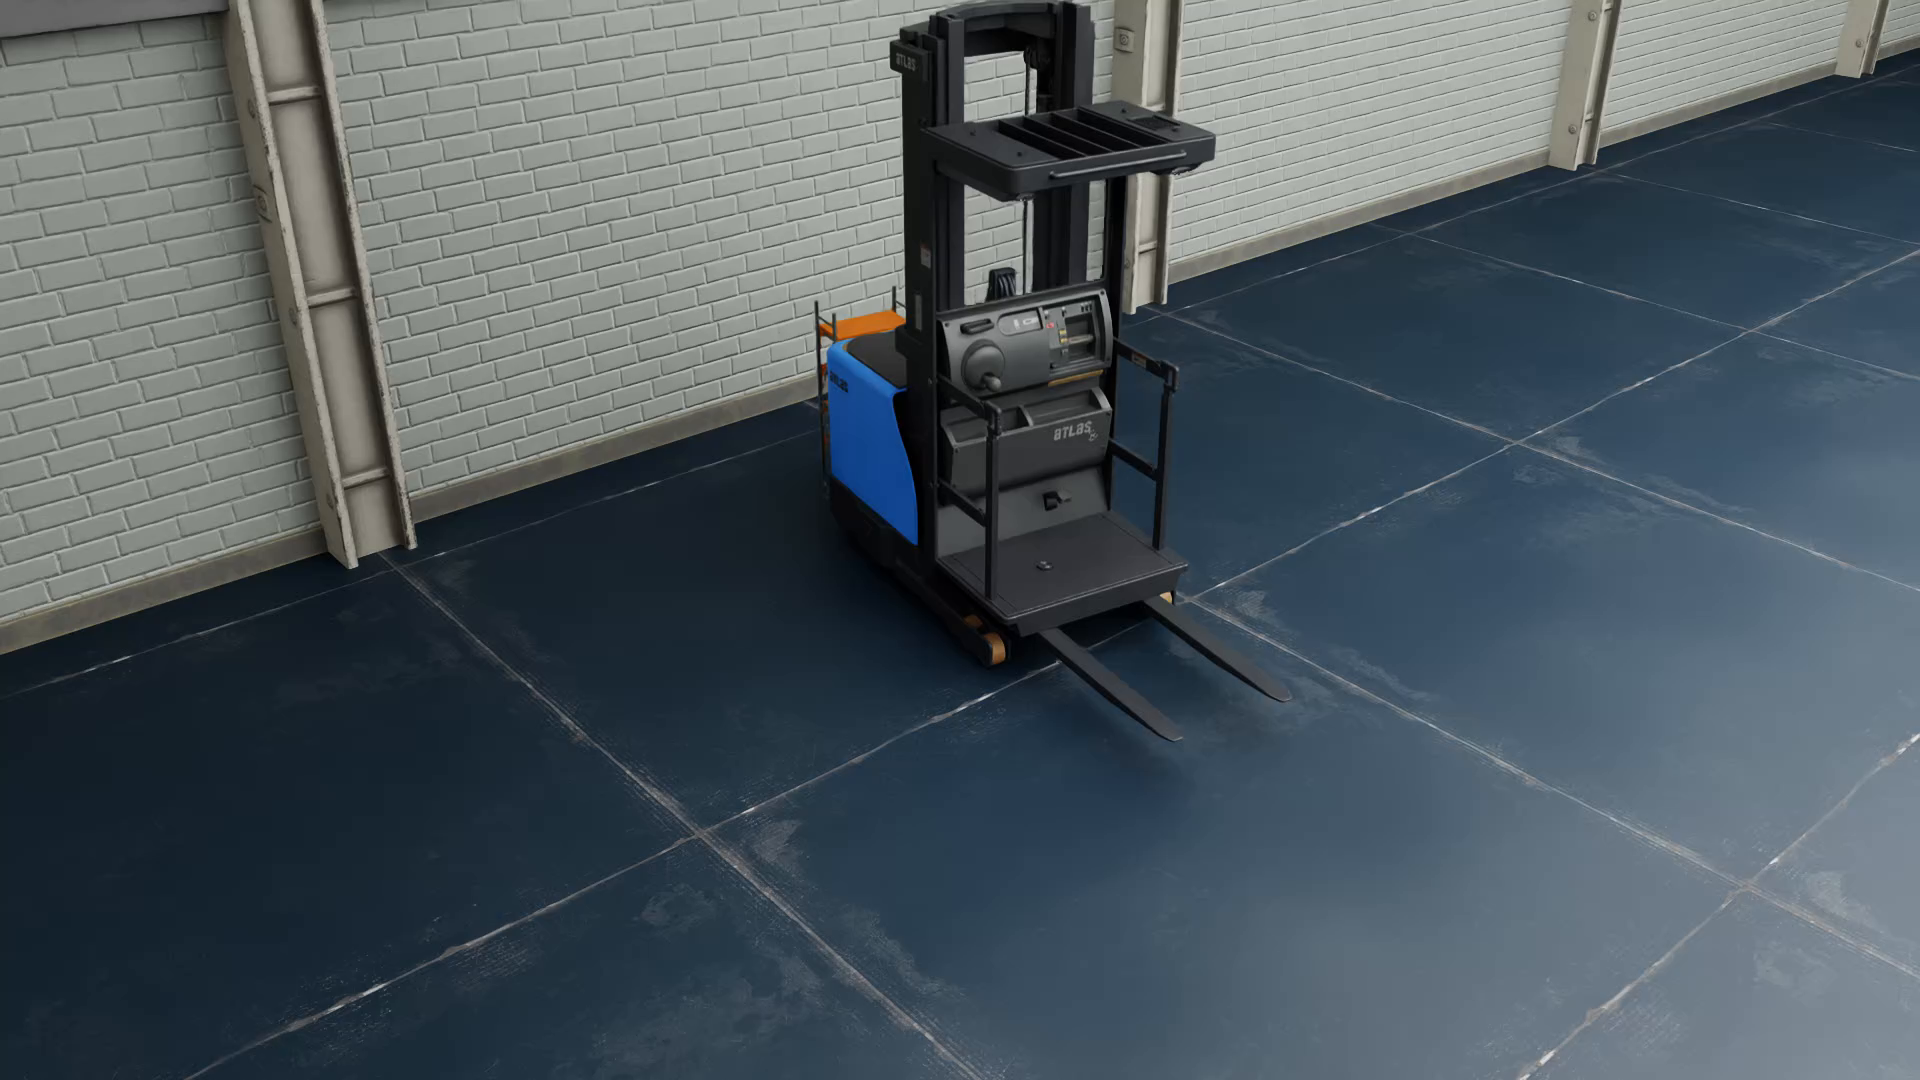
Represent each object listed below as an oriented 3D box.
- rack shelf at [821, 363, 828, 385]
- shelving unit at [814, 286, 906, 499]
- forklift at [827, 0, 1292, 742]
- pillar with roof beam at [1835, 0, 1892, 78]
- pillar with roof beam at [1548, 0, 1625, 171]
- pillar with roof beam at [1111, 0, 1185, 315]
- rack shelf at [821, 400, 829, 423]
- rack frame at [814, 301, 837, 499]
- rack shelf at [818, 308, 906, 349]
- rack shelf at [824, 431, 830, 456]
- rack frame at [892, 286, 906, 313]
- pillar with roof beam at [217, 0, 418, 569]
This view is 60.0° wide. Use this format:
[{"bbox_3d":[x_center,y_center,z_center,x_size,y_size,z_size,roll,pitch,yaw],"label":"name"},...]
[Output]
[{"bbox_3d":[-0.526,-0.938,9.401,0.480,0.148,0.258,-16,32,-27],"label":"rack shelf"},{"bbox_3d":[-0.526,-0.800,9.474,0.503,1.200,0.258,-16,32,-27],"label":"shelving unit"},{"bbox_3d":[0.442,-0.925,7.870,1.130,2.935,3.031,-15,32,-26],"label":"forklift"},{"bbox_3d":[13.245,-7.890,14.466,0.400,9.000,9.100,-22,35,-35],"label":"pillar with roof beam"},{"bbox_3d":[8.681,-6.054,11.031,0.400,9.000,9.100,-22,35,-35],"label":"pillar with roof beam"},{"bbox_3d":[4.116,-4.219,7.597,0.400,9.000,9.100,-22,35,-35],"label":"pillar with roof beam"},{"bbox_3d":[-0.526,-0.741,9.506,0.480,0.148,0.258,-16,32,-27],"label":"rack shelf"},{"bbox_3d":[-0.736,-0.741,9.364,0.015,1.200,0.240,-16,32,-27],"label":"rack frame"},{"bbox_3d":[-0.526,-1.147,9.289,0.480,0.148,0.258,-16,32,-27],"label":"rack shelf"},{"bbox_3d":[-0.526,-0.566,9.600,0.480,0.148,0.258,-16,32,-27],"label":"rack shelf"},{"bbox_3d":[-0.316,-0.859,9.584,0.015,1.200,0.240,-16,32,-27],"label":"rack frame"},{"bbox_3d":[-0.448,-2.383,4.162,0.400,9.000,9.100,-22,35,-35],"label":"pillar with roof beam"}]
